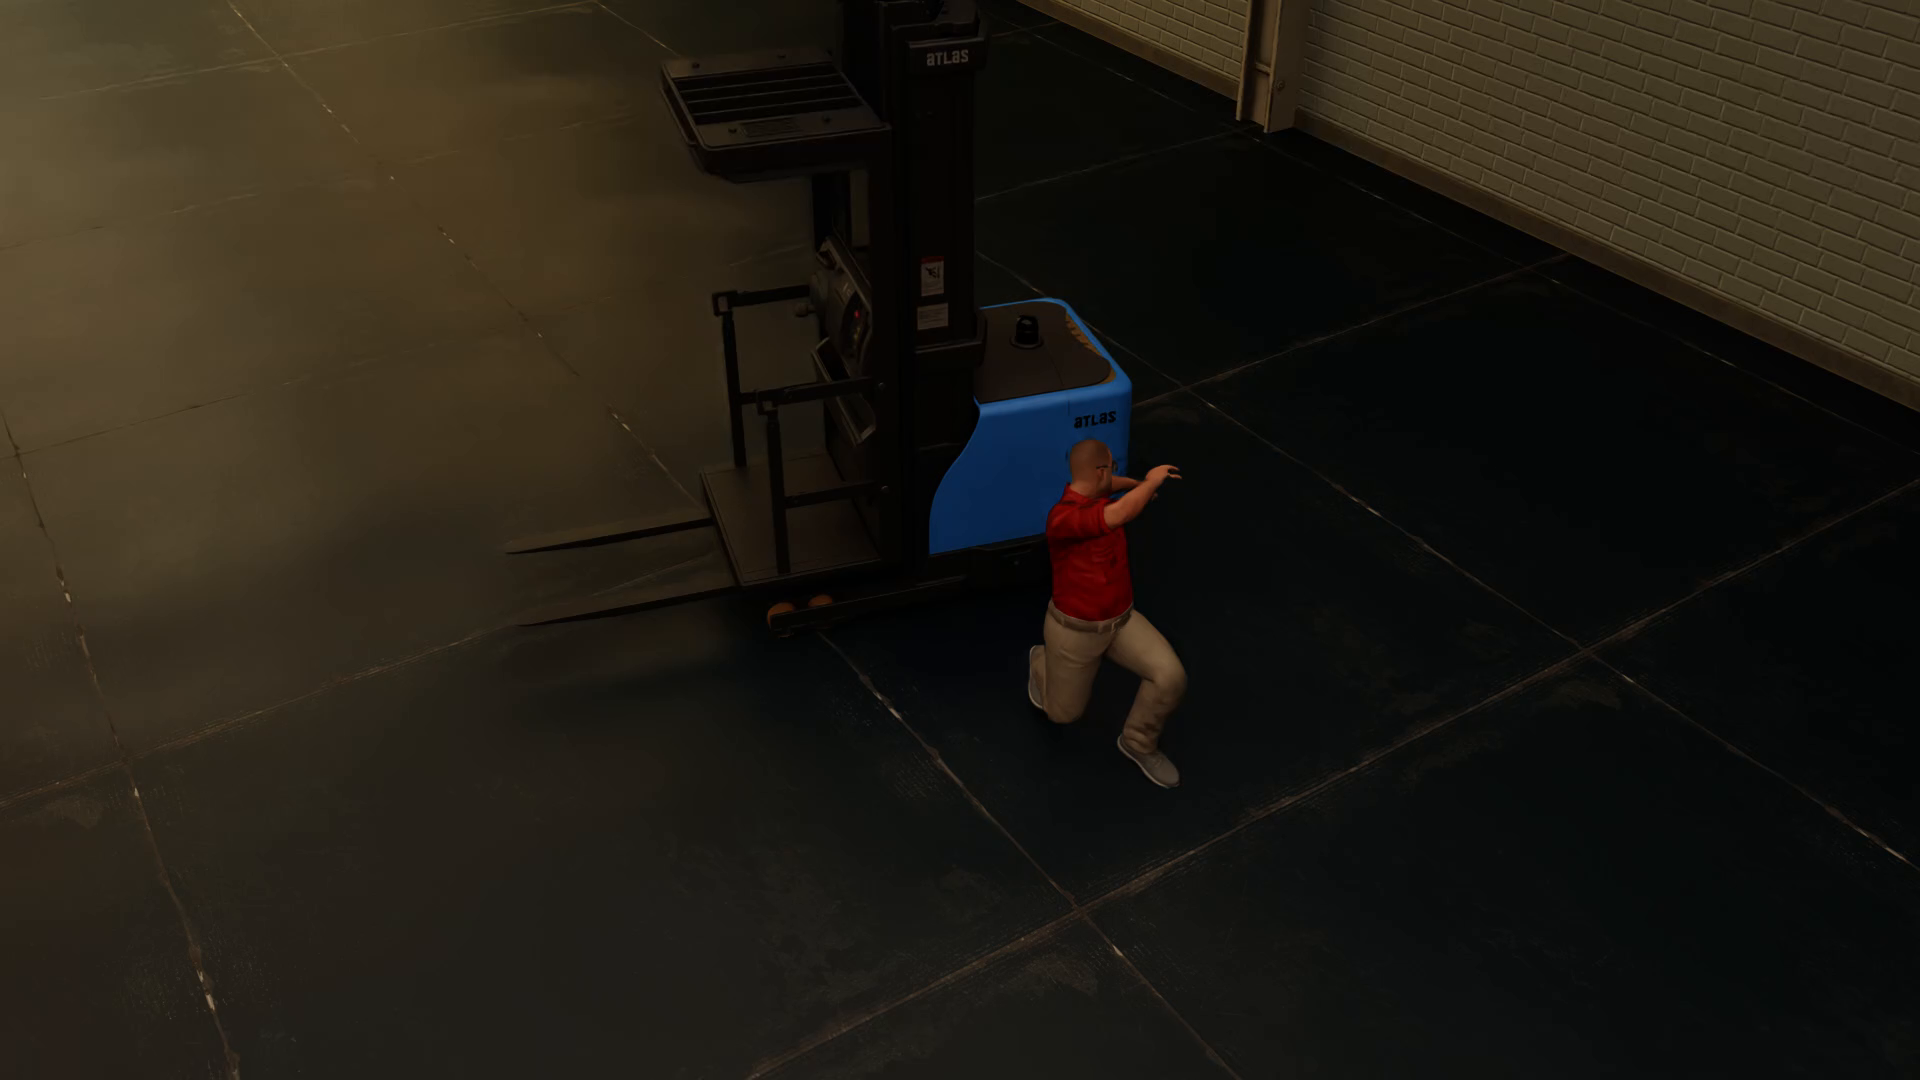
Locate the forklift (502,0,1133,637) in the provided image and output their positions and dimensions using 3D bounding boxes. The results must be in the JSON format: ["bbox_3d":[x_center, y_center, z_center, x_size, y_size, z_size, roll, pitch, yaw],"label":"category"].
[{"bbox_3d":[-0.735,-1.072,7.673,3.031,2.935,1.130,-11,36,-15],"label":"forklift"}]

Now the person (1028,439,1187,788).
[{"bbox_3d":[0.771,0.203,7.177,0.977,1.447,0.956,-27,43,-33],"label":"person"}]
